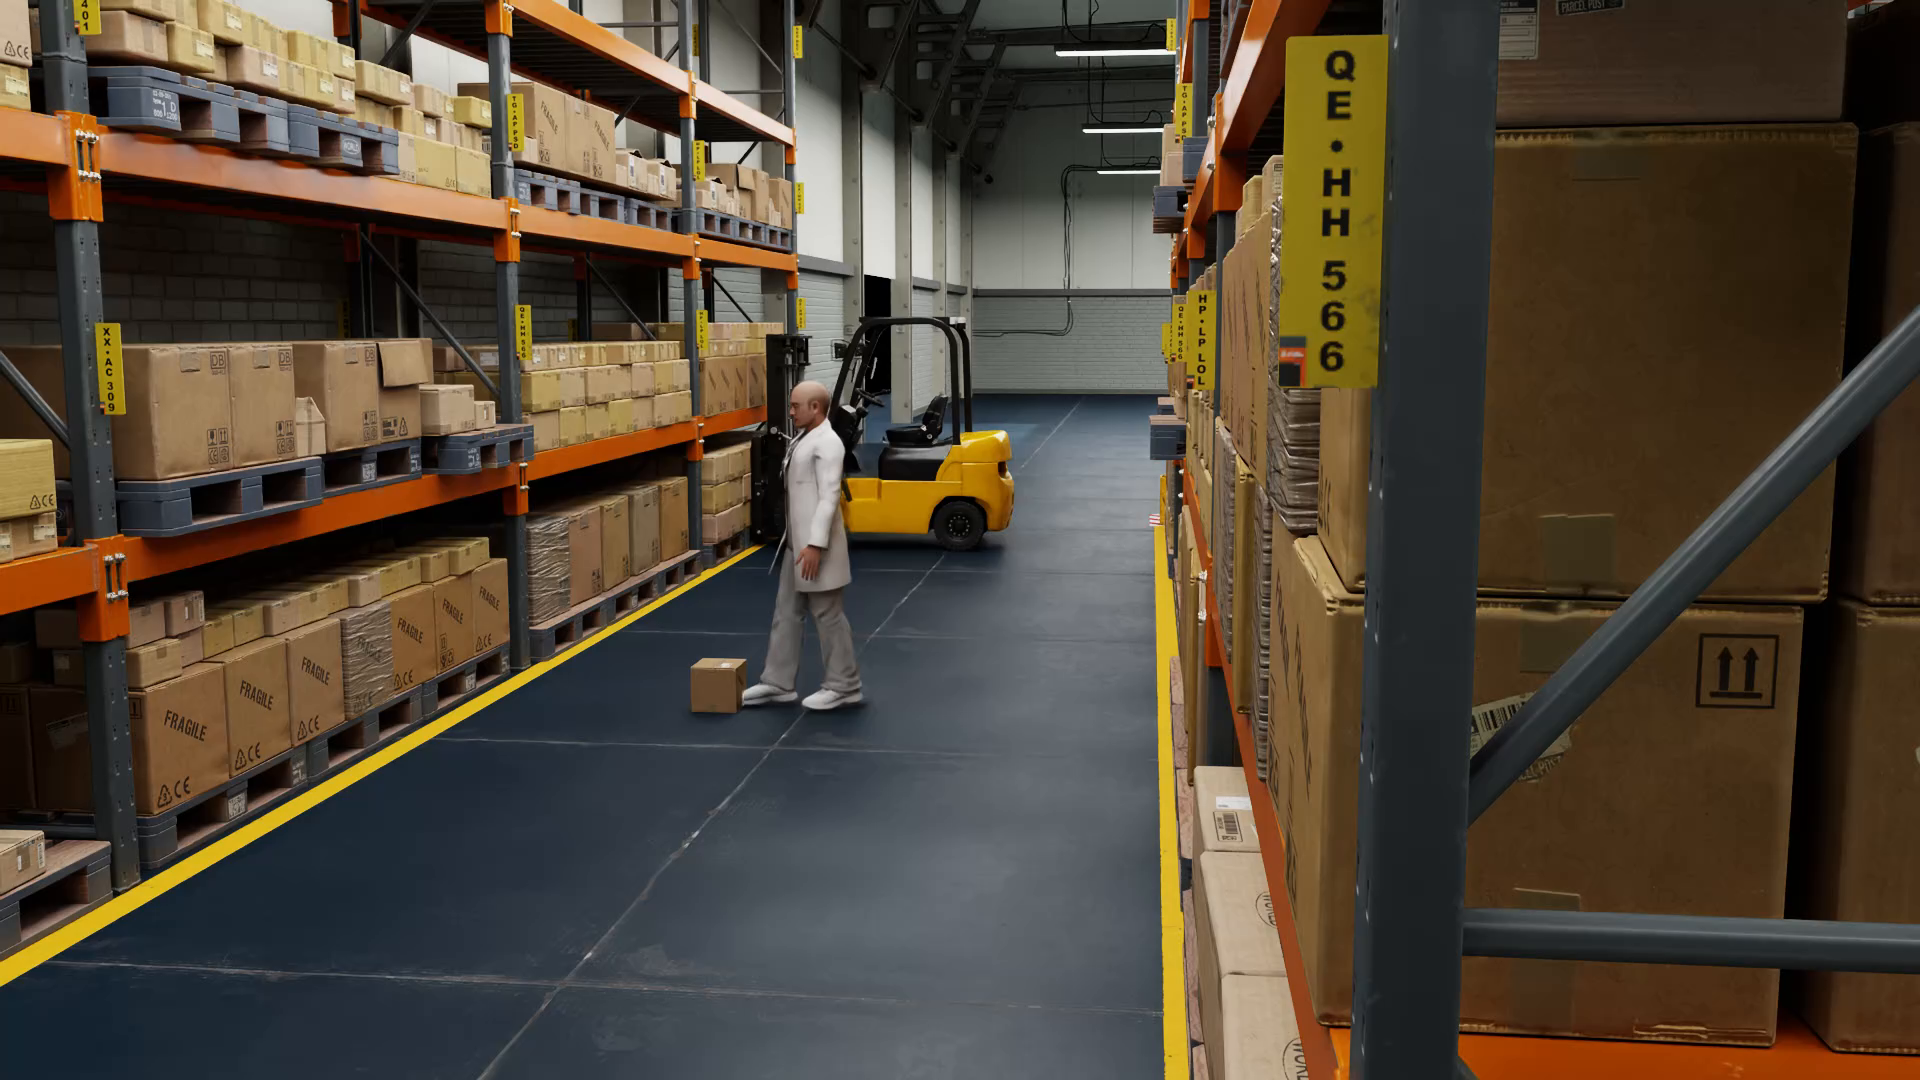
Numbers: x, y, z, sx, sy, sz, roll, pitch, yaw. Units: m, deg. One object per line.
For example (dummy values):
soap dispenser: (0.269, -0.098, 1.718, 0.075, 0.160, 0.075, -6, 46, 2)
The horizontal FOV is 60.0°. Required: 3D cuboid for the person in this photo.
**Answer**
person: (-0.876, 0.033, 8.994, 0.702, 1.777, 0.633, -3, 8, -20)
